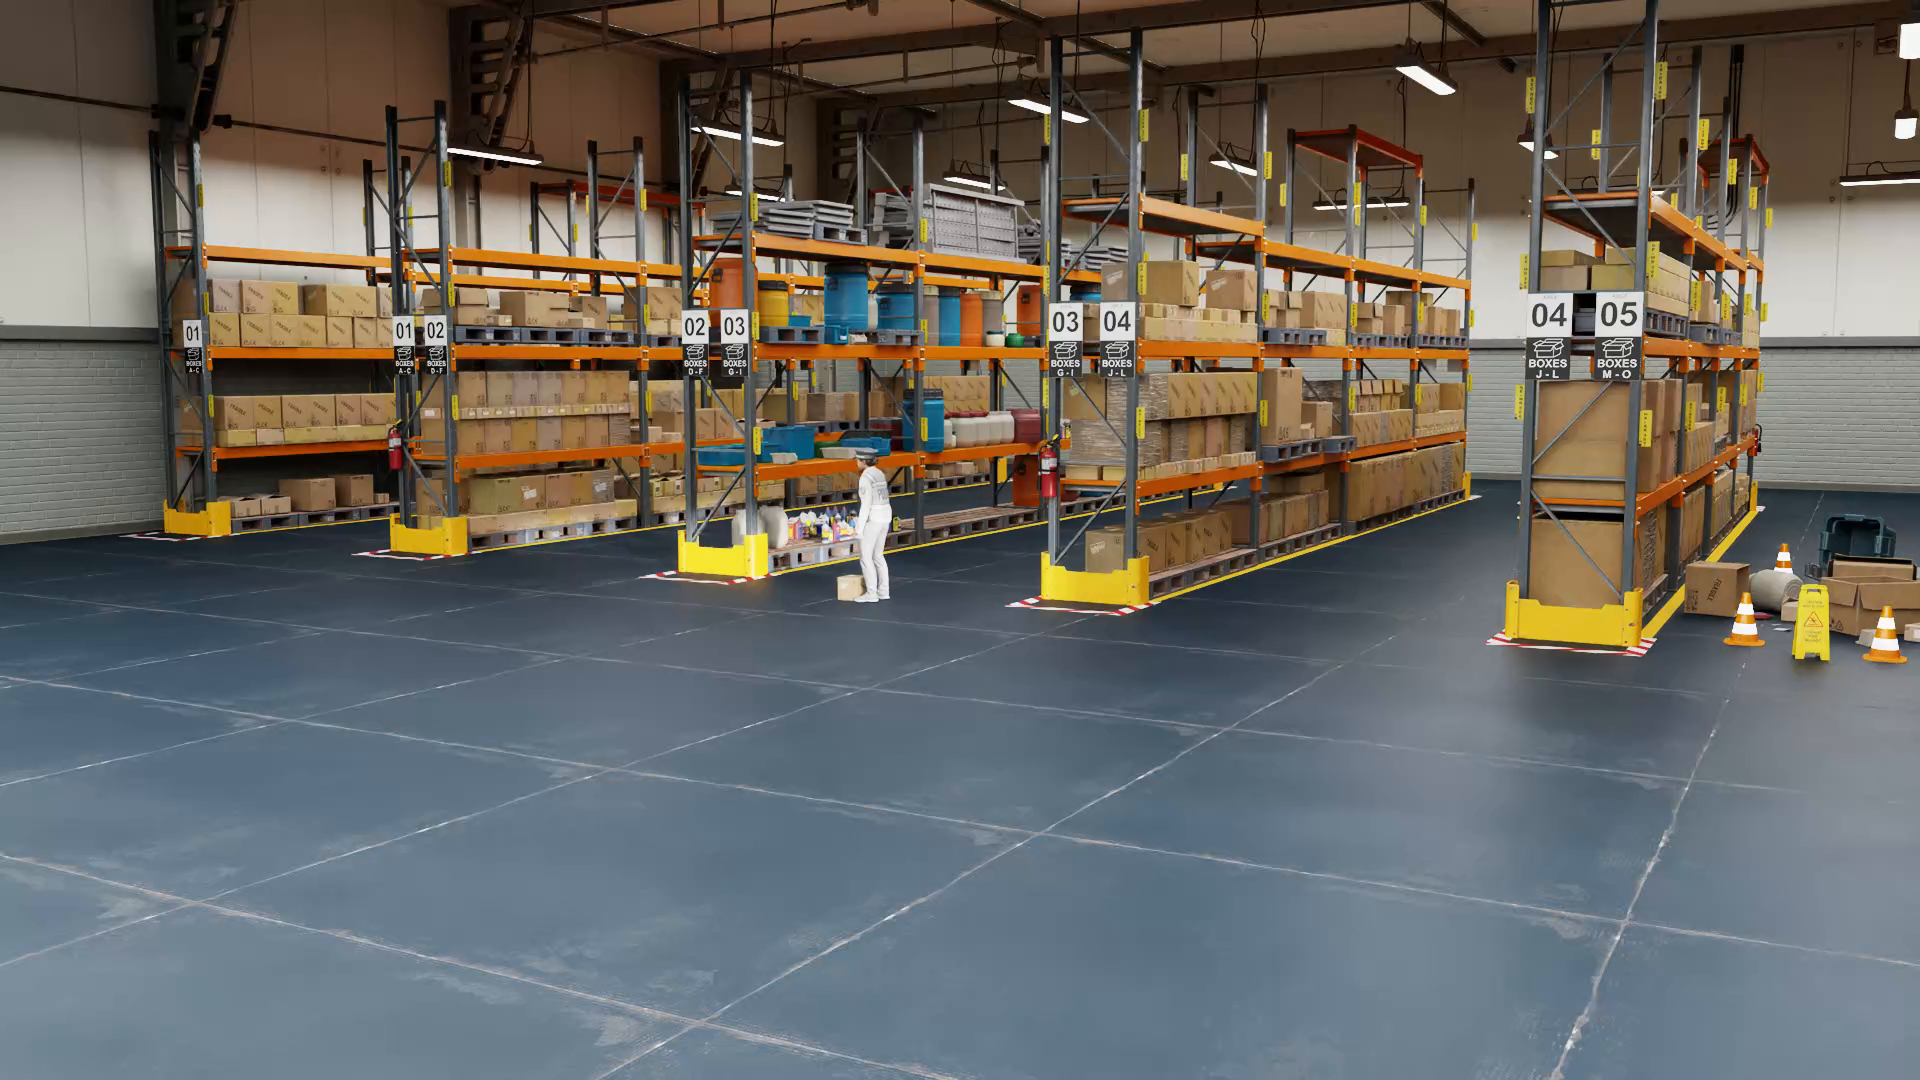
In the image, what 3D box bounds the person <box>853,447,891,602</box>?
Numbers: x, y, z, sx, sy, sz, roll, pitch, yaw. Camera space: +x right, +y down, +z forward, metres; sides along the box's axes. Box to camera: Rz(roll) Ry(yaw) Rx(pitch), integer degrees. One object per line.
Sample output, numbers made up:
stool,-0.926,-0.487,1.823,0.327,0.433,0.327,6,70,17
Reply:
person,-0.948,-0.167,17.936,0.376,1.662,0.543,3,7,25
